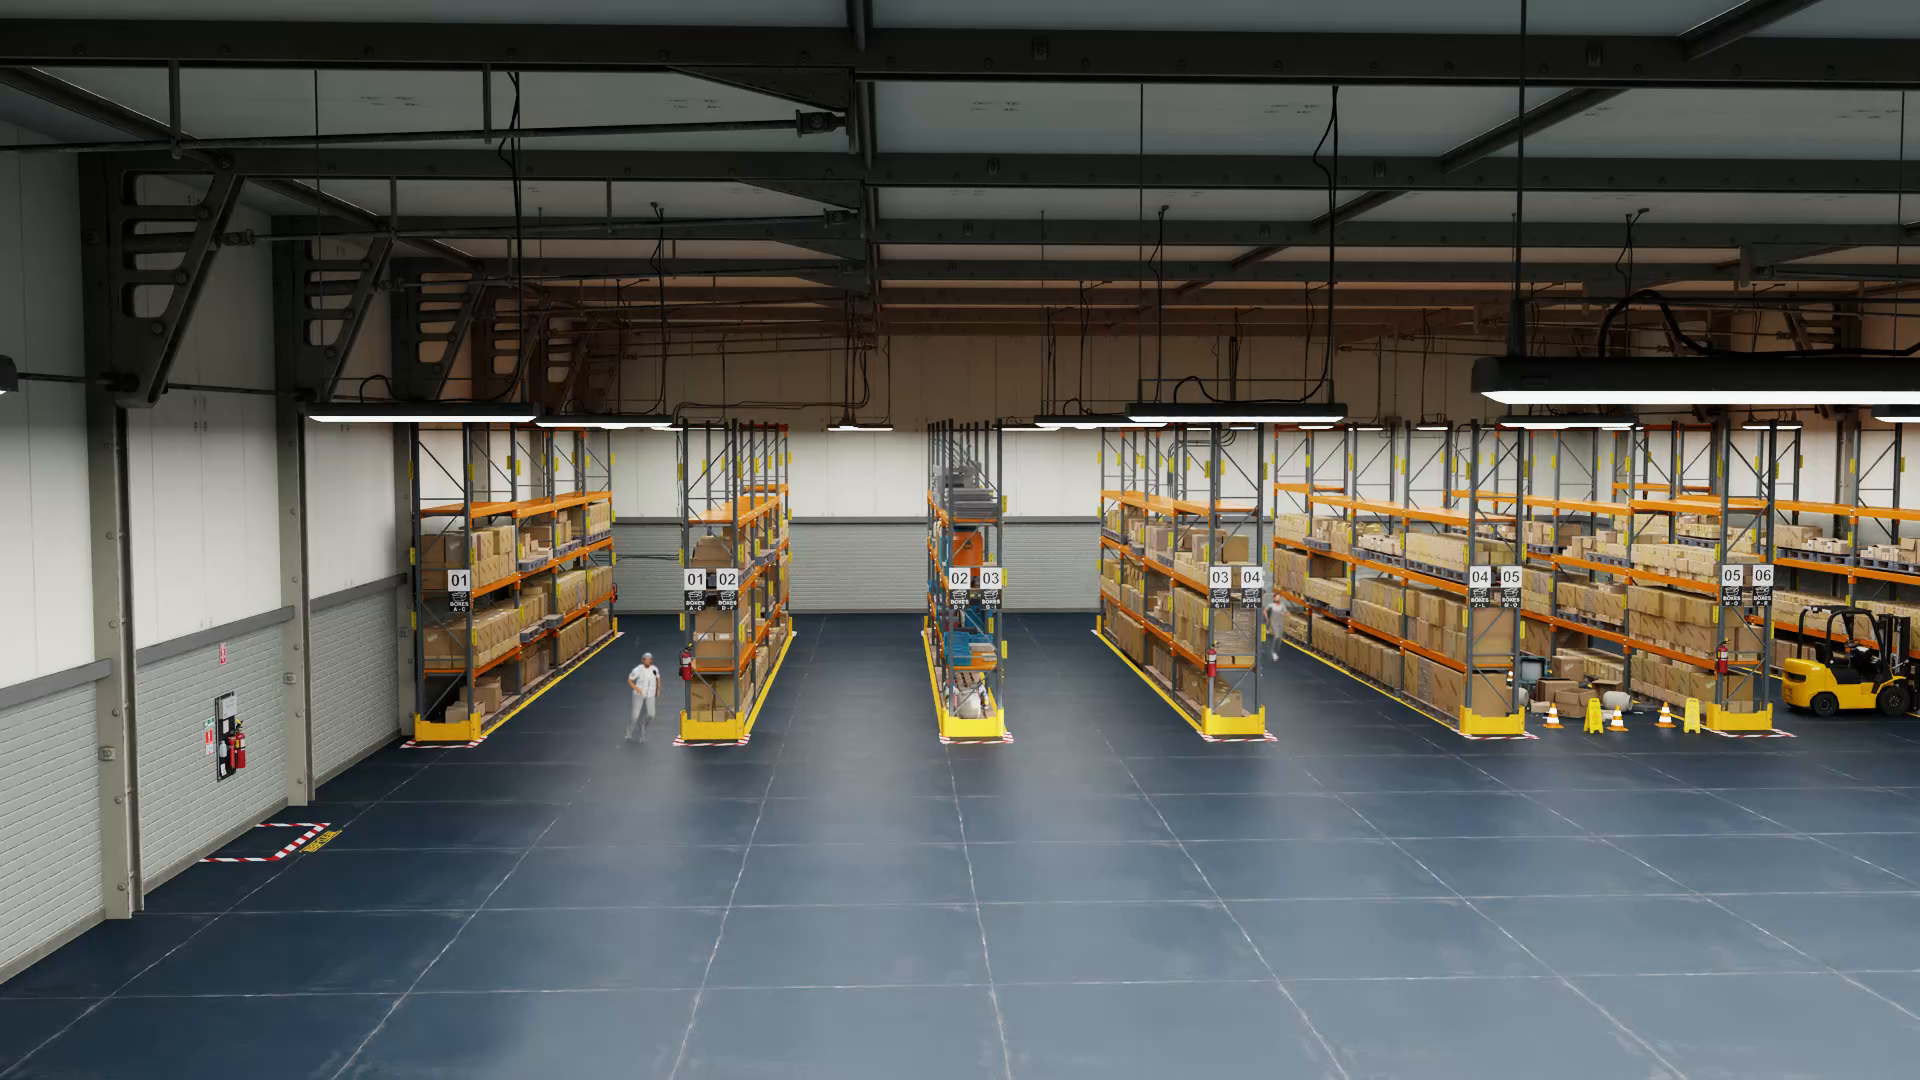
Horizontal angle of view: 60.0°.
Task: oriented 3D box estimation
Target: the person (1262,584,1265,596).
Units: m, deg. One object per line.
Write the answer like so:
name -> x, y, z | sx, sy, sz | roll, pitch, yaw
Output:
person -> 8.615, 1.752, 48.805 | 0.936, 1.689, 0.736 | -2, 4, -27

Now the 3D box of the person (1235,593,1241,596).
person -> 7.950, 1.810, 47.765 | 0.713, 1.758, 0.733 | 3, 5, 36

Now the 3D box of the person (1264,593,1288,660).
person -> 8.030, 2.191, 42.158 | 0.533, 1.700, 0.712 | -1, 4, -13

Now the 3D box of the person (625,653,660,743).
person -> -5.881, 2.937, 31.006 | 0.689, 1.678, 0.668 | -2, 4, -26
